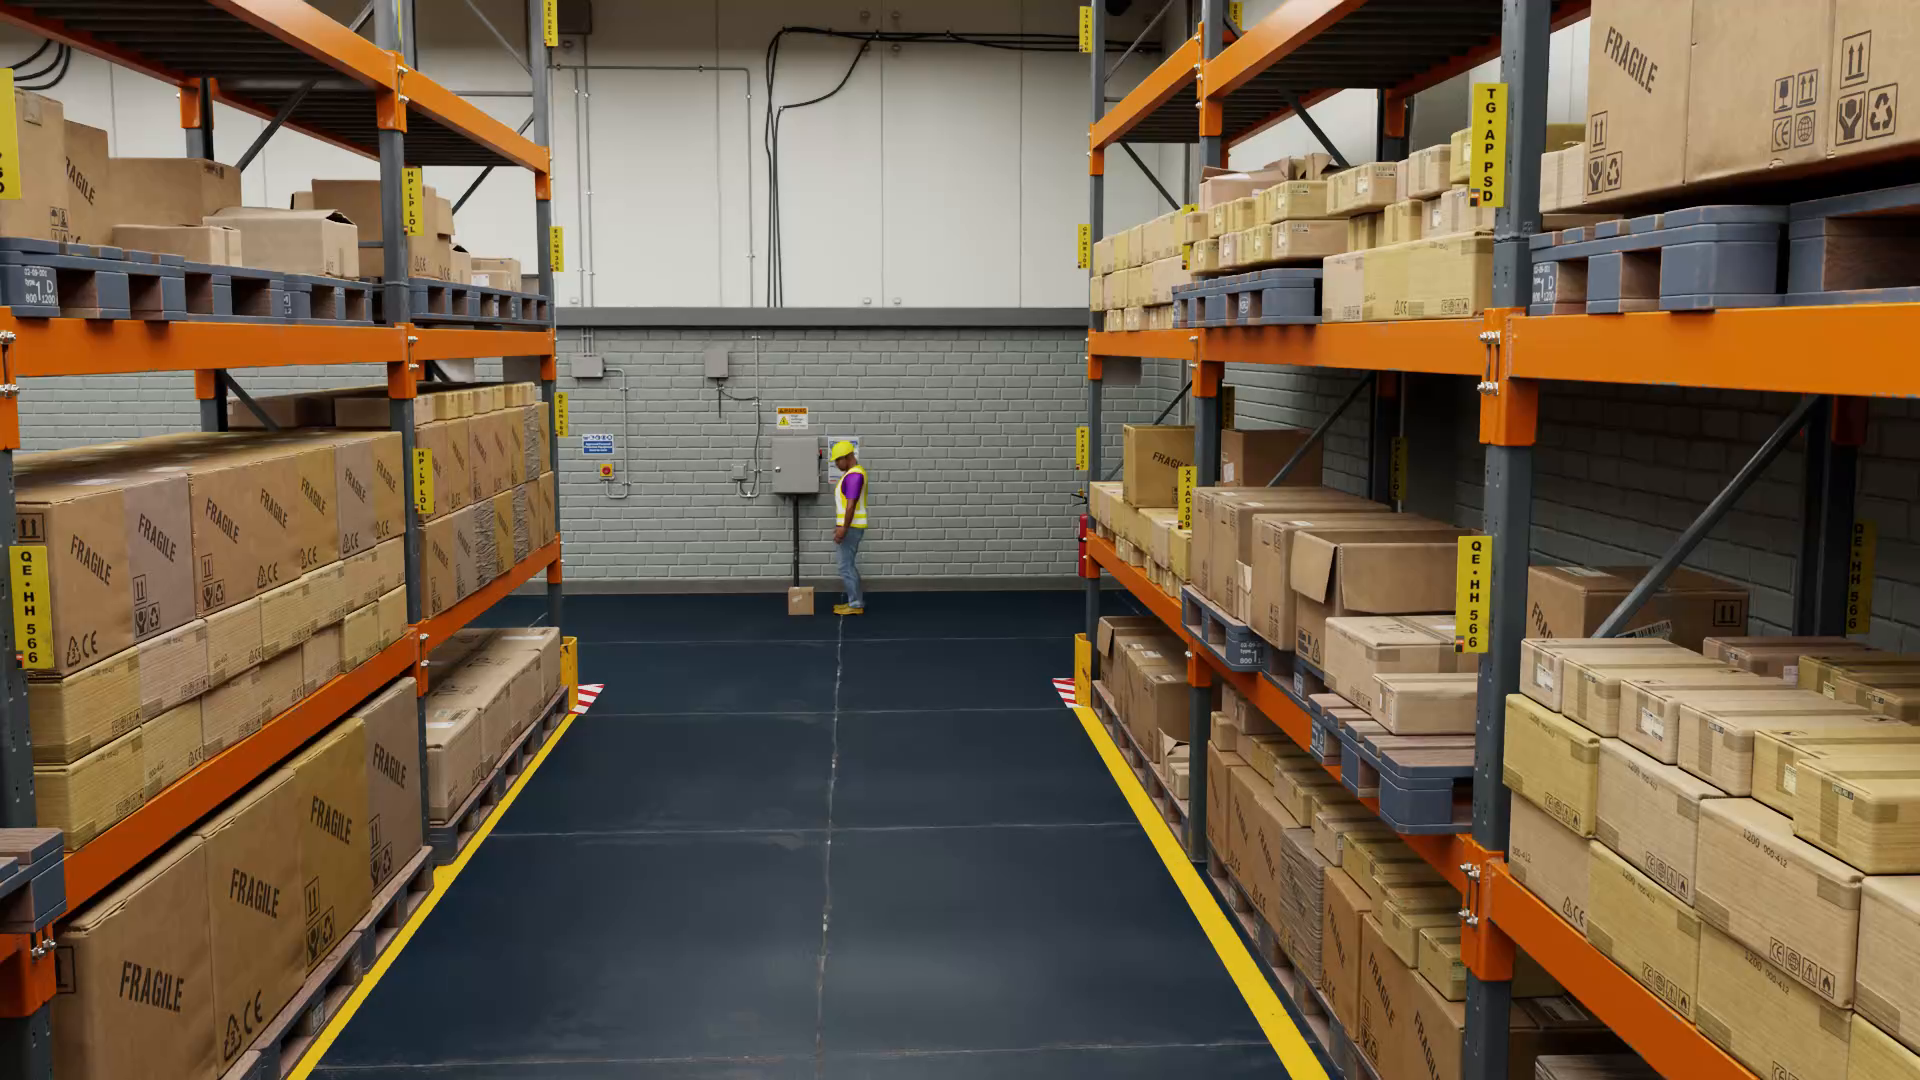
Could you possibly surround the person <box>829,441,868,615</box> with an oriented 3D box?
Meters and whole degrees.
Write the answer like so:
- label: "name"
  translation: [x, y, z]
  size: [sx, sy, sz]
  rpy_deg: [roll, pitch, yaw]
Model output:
- label: "person"
  translation: [-1.122, -0.127, 16.783]
  size: [0.390, 1.748, 0.575]
  rpy_deg: [0, 7, -3]
